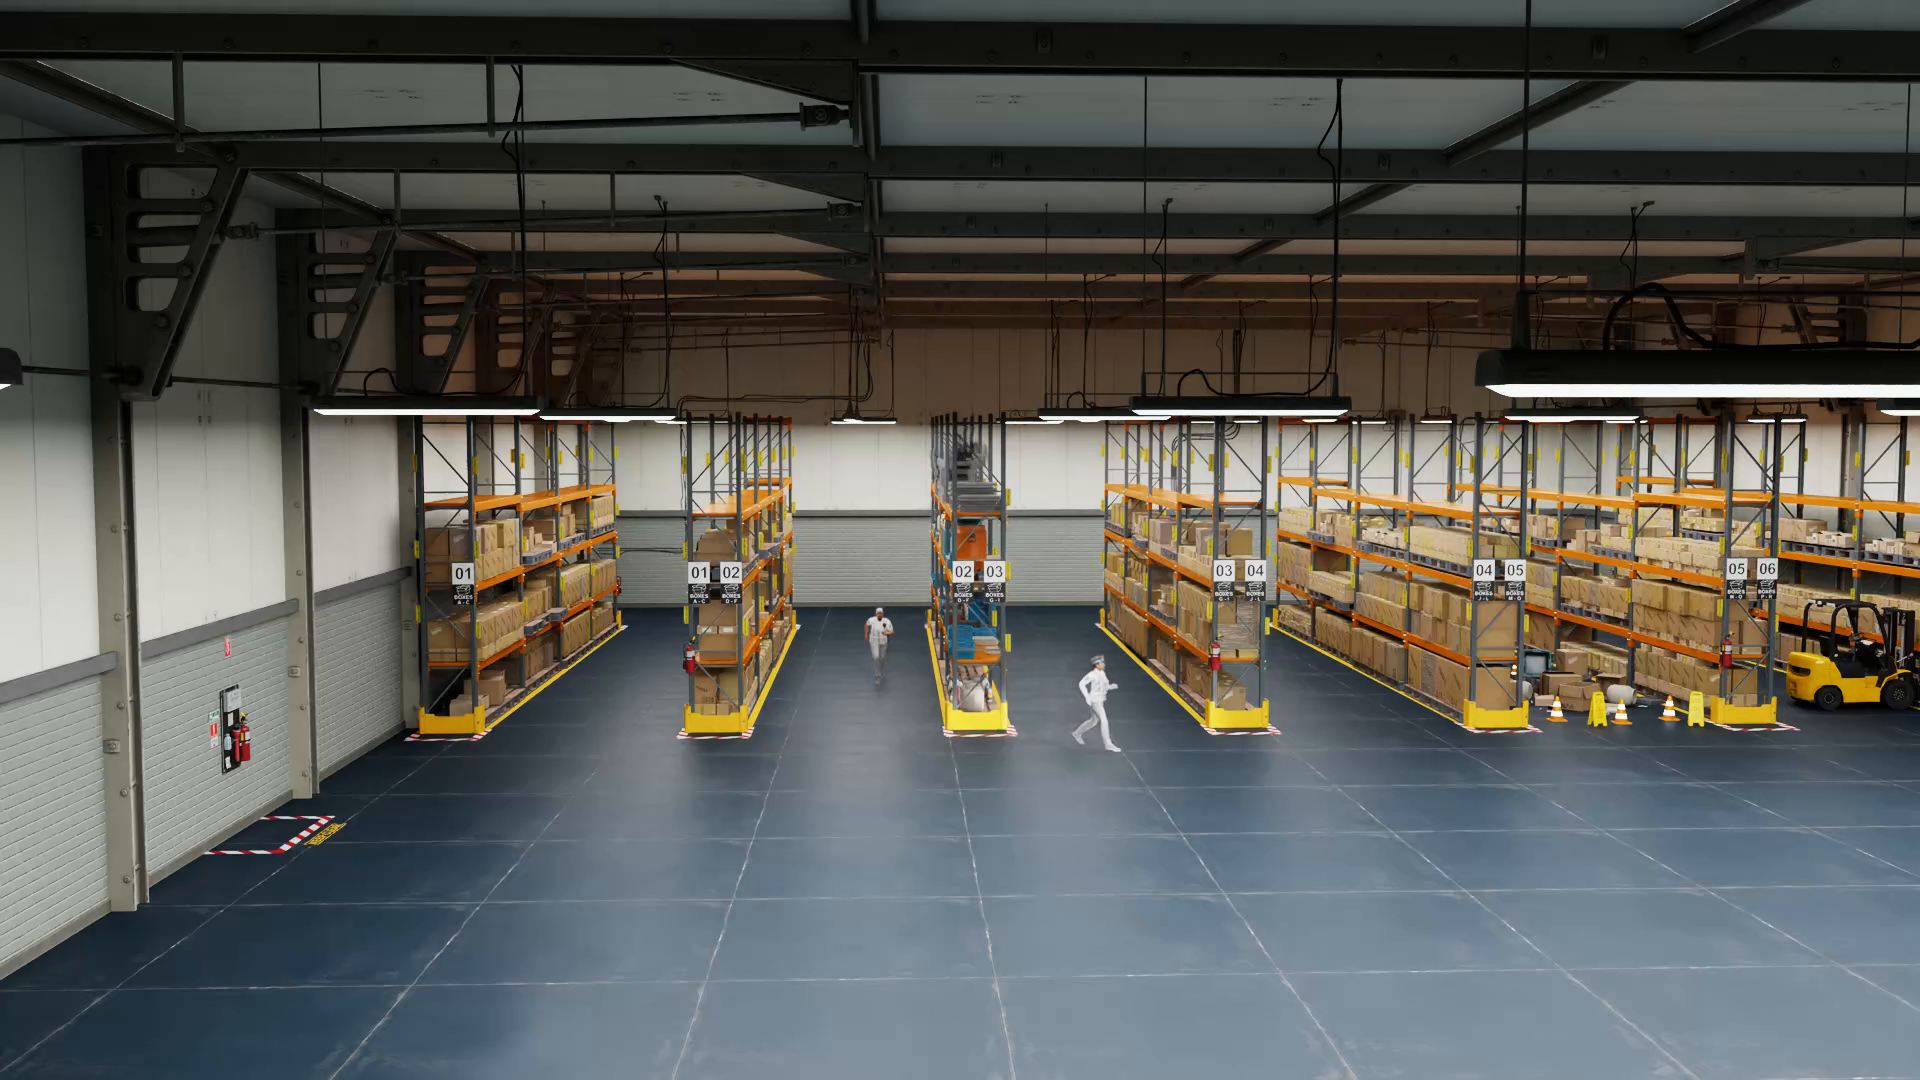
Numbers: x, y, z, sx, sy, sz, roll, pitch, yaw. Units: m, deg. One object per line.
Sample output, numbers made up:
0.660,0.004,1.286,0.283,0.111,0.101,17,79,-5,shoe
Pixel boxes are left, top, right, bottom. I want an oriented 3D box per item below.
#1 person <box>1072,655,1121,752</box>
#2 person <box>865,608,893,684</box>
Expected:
2.405,2.854,29.316,0.921,1.684,0.609,2,4,26,person
-1.813,2.361,37.430,0.627,1.713,0.873,0,4,-4,person
